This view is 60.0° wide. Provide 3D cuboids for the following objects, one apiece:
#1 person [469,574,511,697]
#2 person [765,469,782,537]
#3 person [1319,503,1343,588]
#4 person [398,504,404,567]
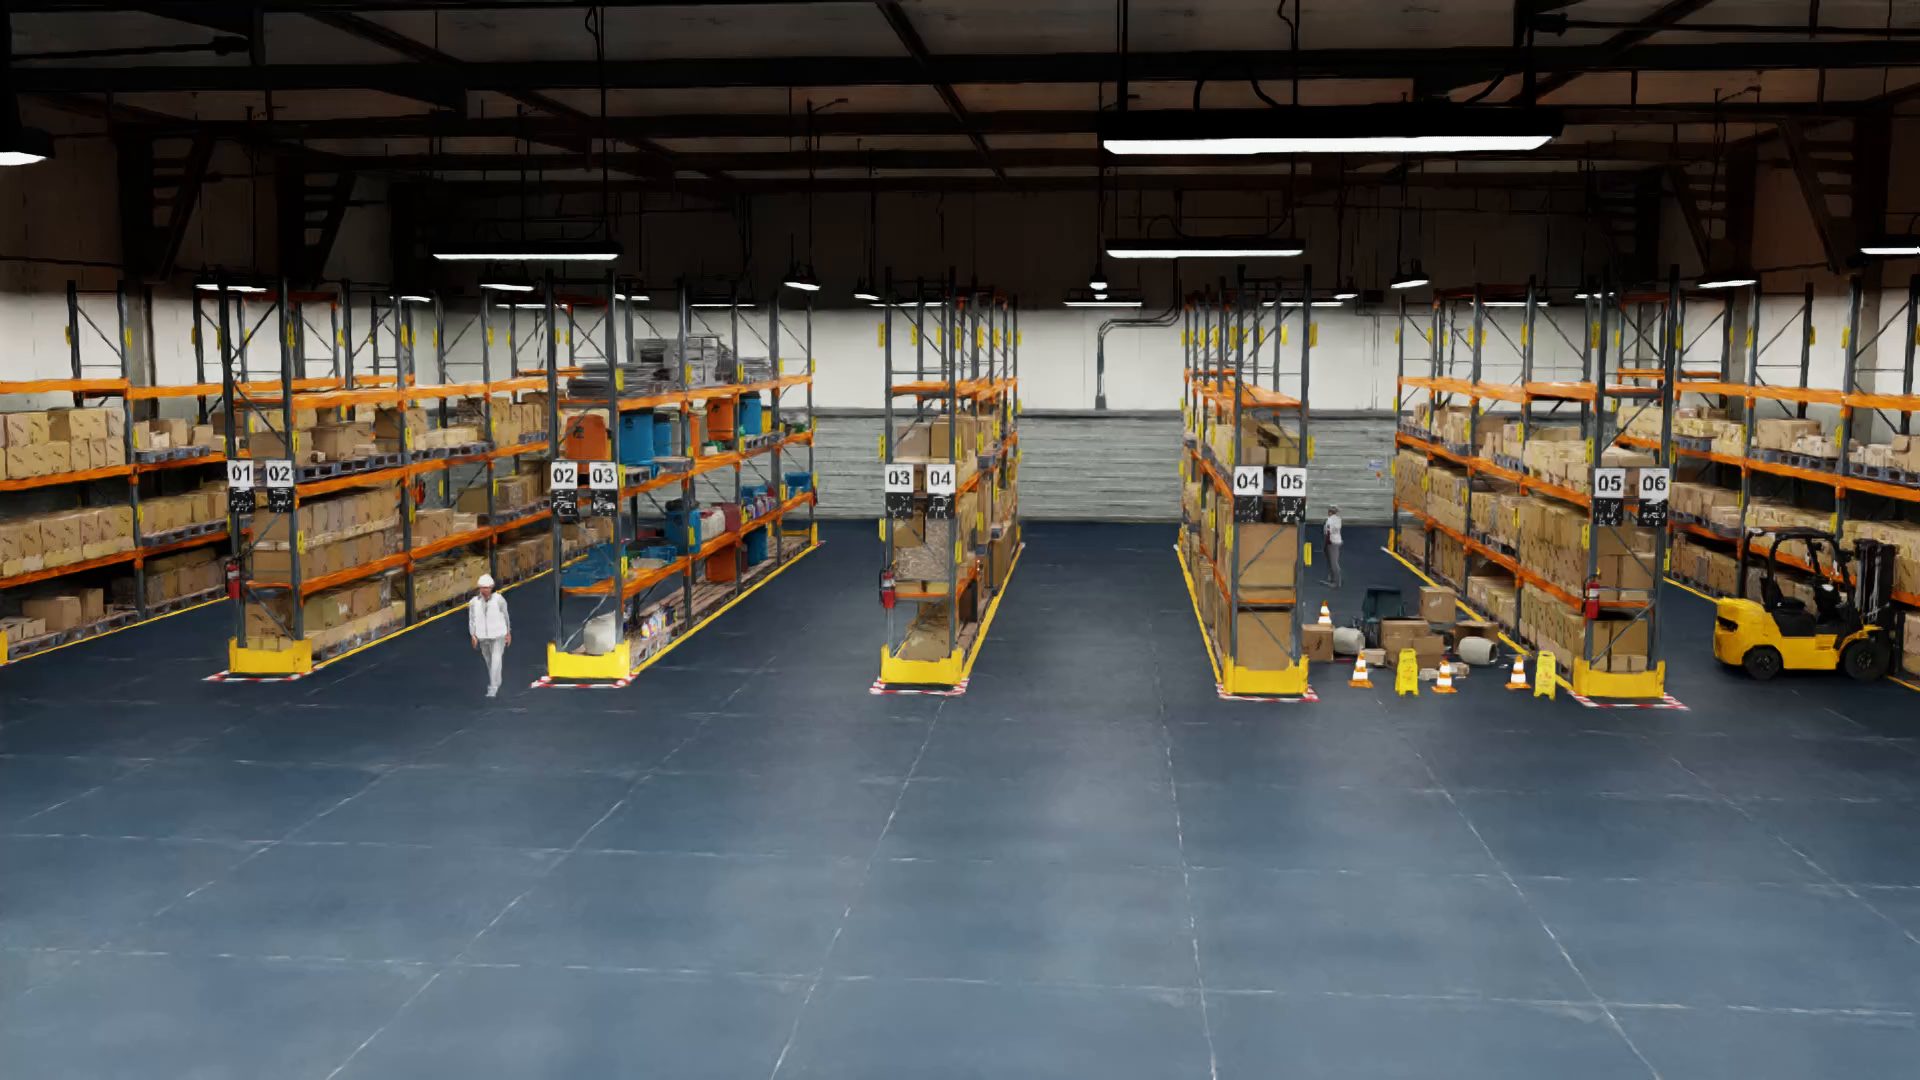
[{"bbox_3d":[-6.625,1.313,23.348,0.545,1.695,1.105,0,7,4],"label":"person"},{"bbox_3d":[-4.676,-0.940,41.629,0.454,1.792,0.686,5,9,36],"label":"person"},{"bbox_3d":[7.480,0.100,33.491,0.545,1.664,0.574,5,8,34],"label":"person"},{"bbox_3d":[-11.246,0.087,33.624,0.569,1.650,0.560,5,9,37],"label":"person"}]
